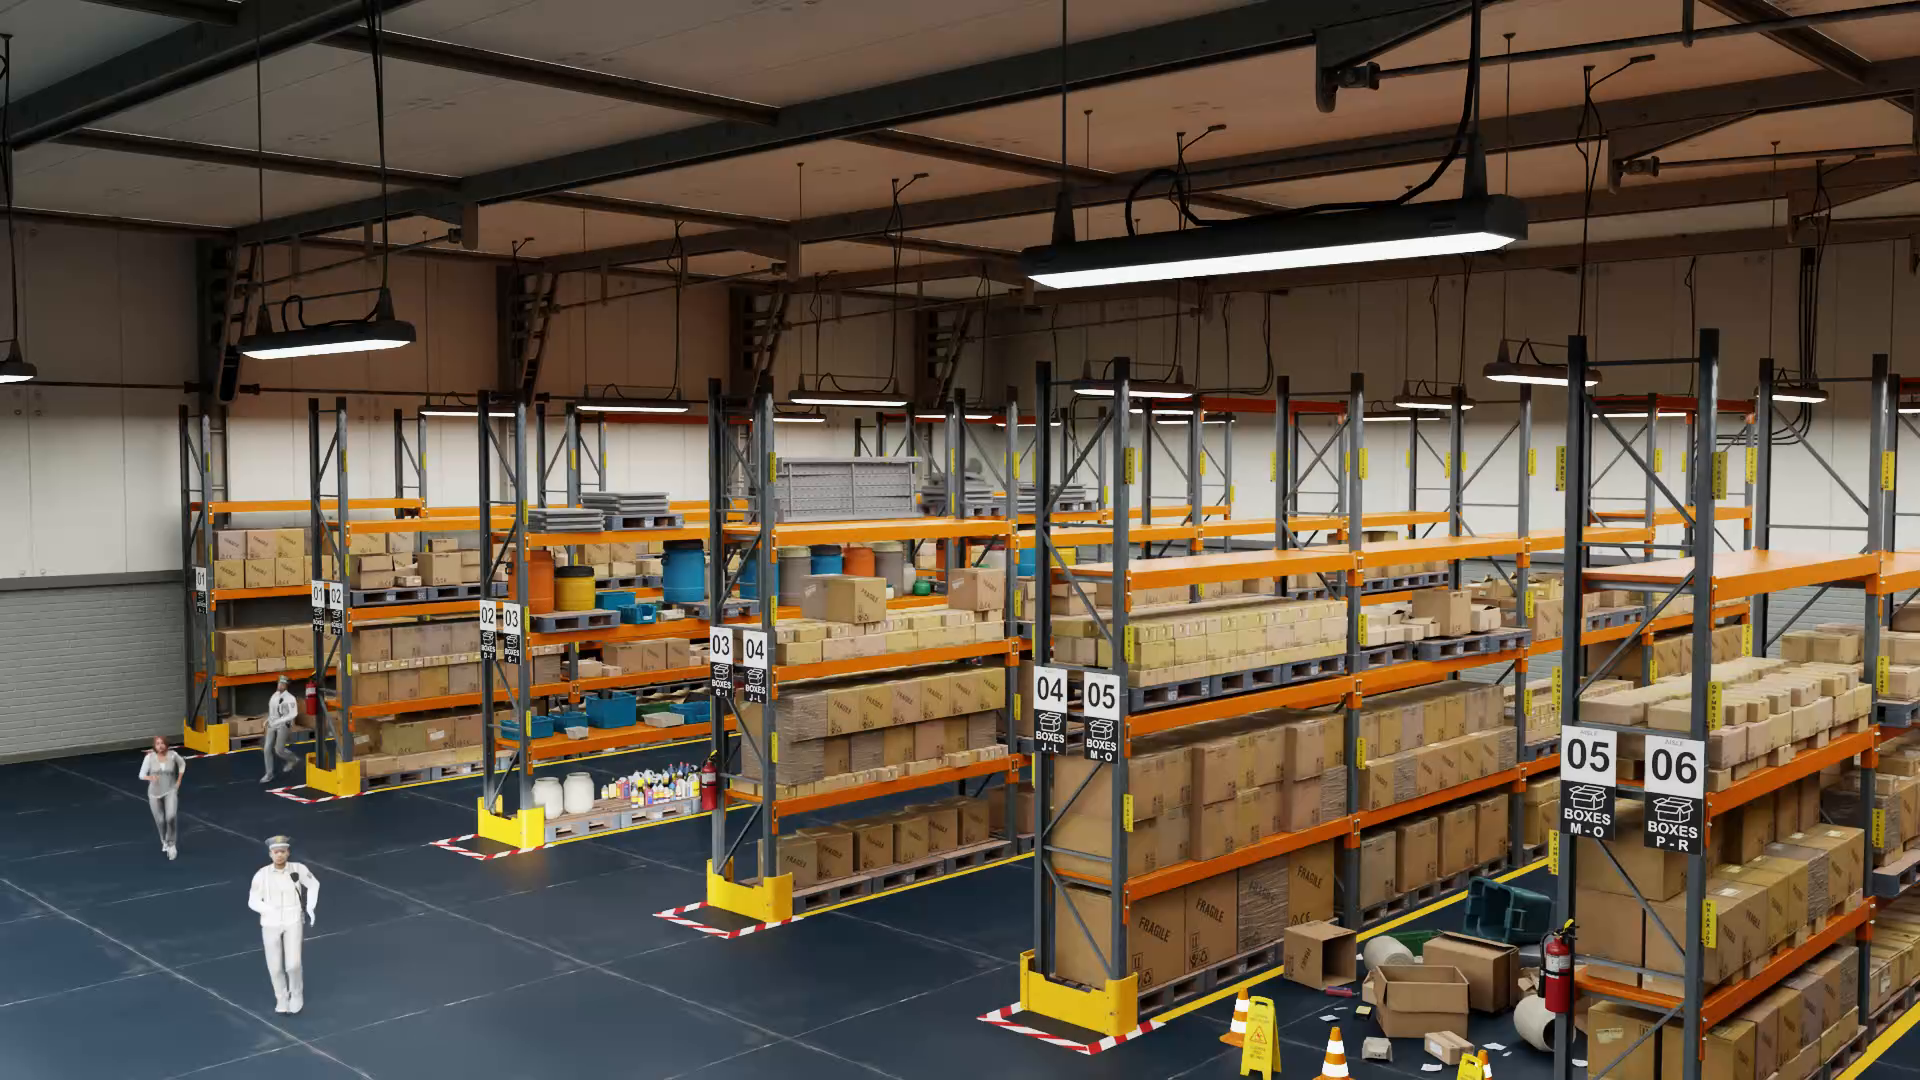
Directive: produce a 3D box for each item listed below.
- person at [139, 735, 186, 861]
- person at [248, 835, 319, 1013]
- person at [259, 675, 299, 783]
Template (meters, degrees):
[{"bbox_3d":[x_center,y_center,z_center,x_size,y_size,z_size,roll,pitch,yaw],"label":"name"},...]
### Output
[{"bbox_3d":[-10.139,3.270,21.148,0.521,1.576,0.717,-1,3,-21],"label":"person"},{"bbox_3d":[-6.169,3.514,15.172,0.587,1.661,0.631,-1,3,-18],"label":"person"},{"bbox_3d":[-10.690,2.962,26.283,0.646,1.688,0.754,1,3,23],"label":"person"}]
